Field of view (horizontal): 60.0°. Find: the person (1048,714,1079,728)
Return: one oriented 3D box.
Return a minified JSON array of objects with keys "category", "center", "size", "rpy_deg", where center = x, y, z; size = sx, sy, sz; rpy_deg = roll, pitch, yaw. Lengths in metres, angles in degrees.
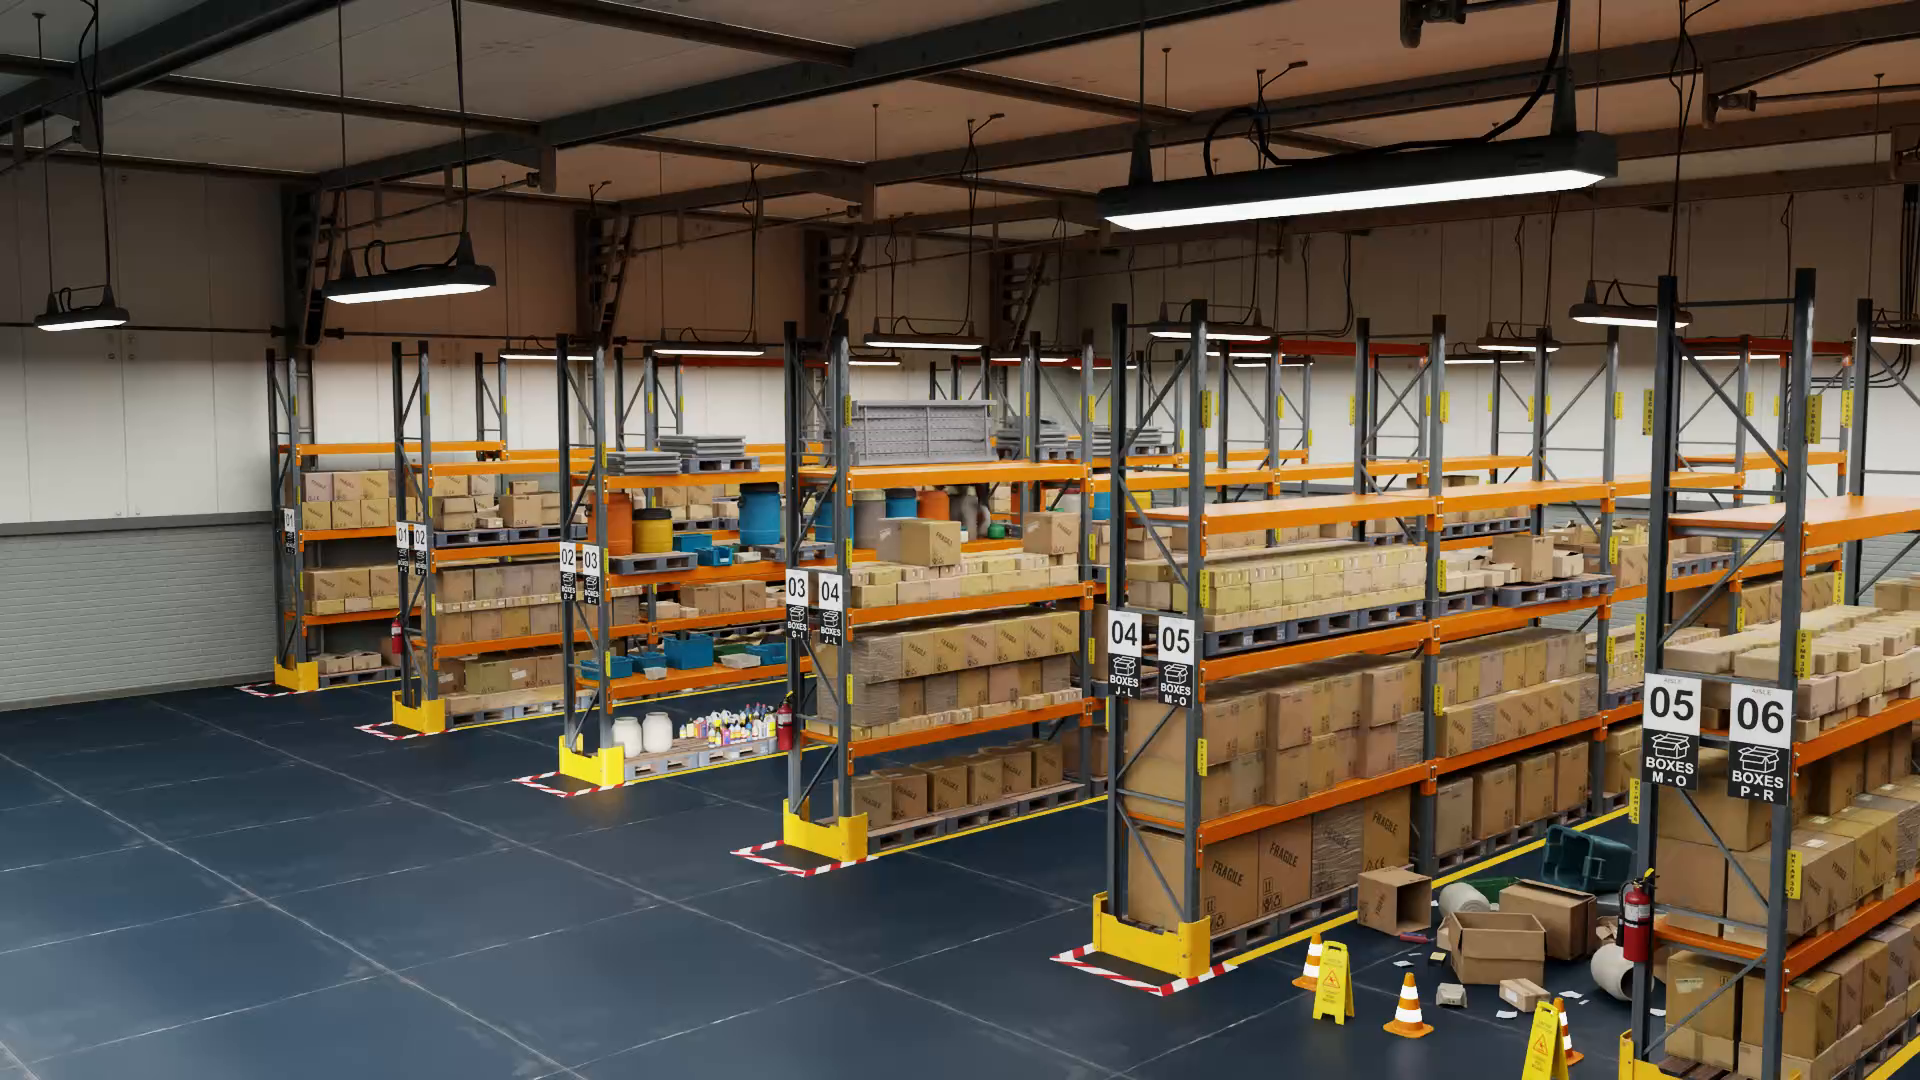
[{"category":"person","center":[1.665,1.955,24.948],"size":[0.602,1.638,0.880],"rpy_deg":[4,6,38]}]
